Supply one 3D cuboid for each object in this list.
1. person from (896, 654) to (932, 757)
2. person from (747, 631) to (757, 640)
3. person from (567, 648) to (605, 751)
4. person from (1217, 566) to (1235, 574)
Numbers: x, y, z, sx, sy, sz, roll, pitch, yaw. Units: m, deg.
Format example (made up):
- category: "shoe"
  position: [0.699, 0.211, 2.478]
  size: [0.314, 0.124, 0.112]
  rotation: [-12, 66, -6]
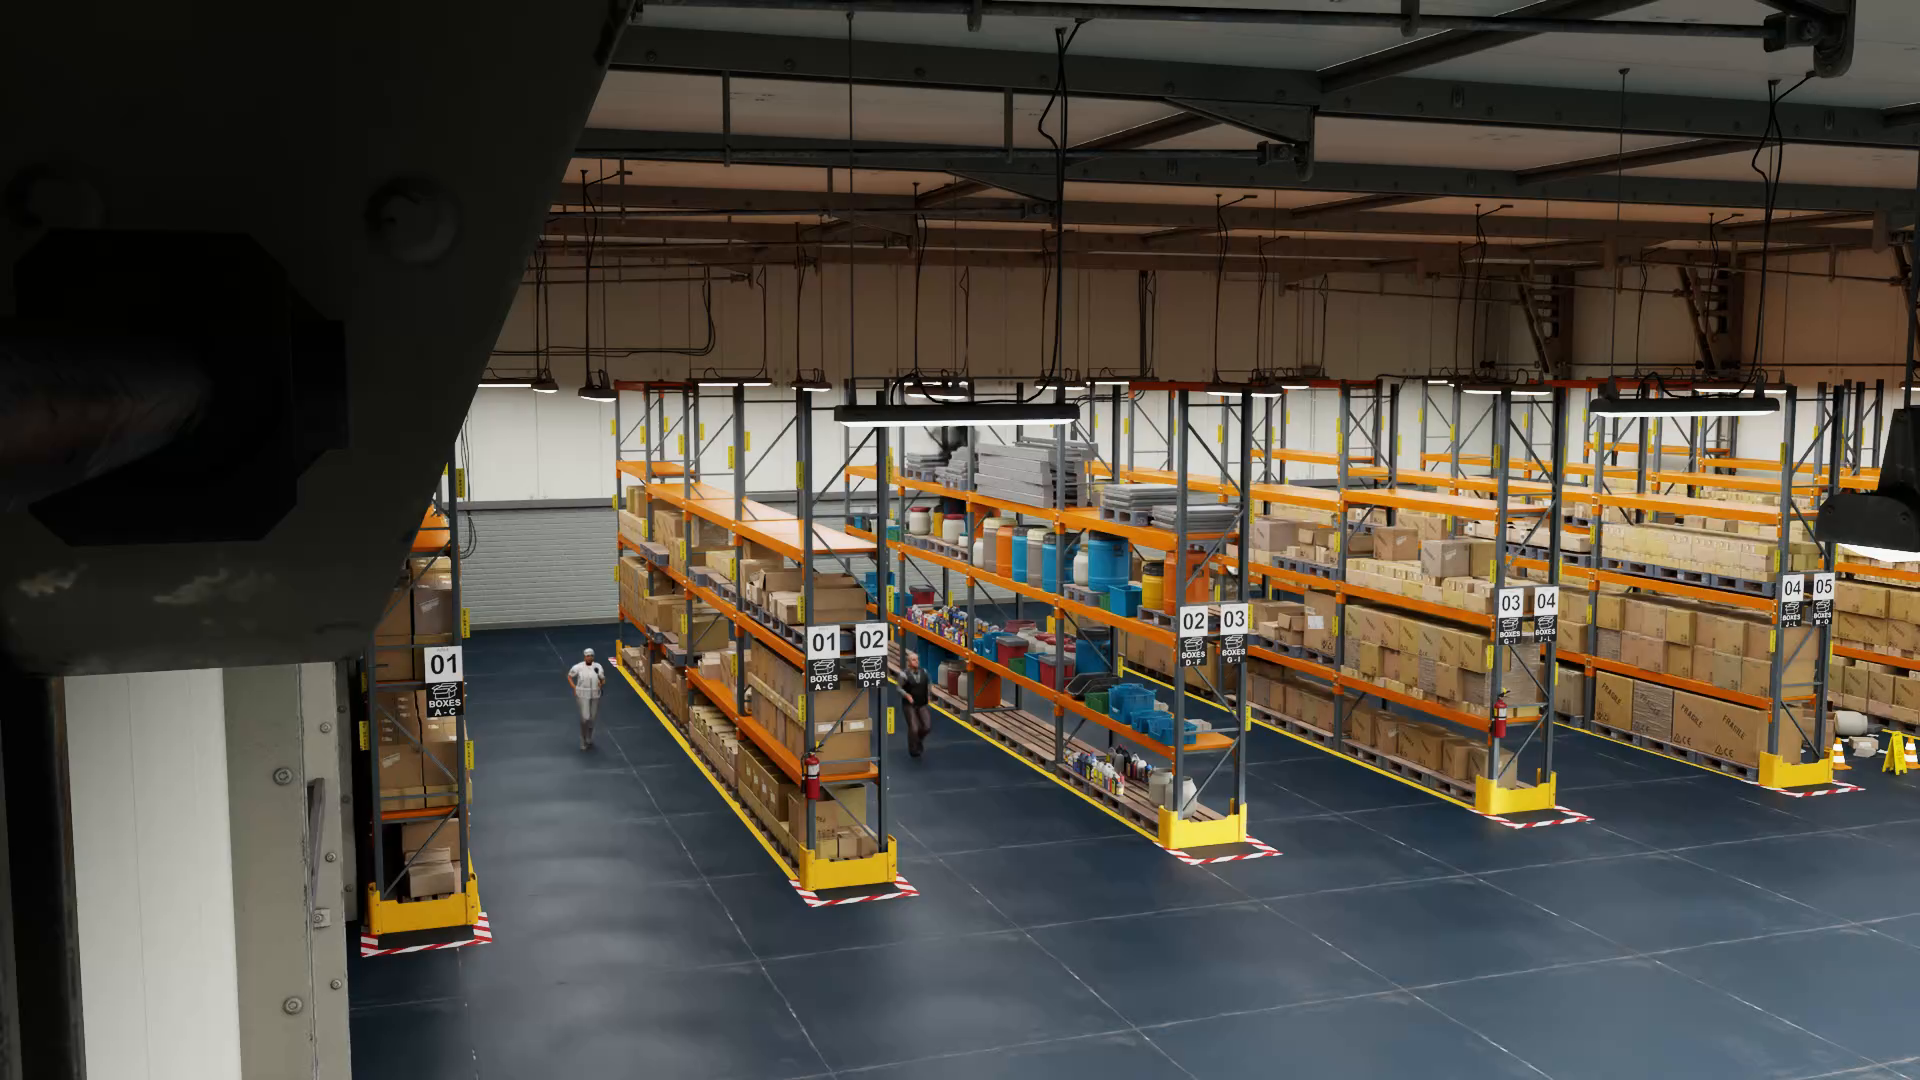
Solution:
- category: "person"
  position: [-0.695, 2.666, 26.714]
  size: [0.635, 1.676, 0.564]
  rotation: [-2, 6, -21]
- category: "person"
  position: [-4.433, 1.843, 34.659]
  size: [0.553, 1.724, 0.870]
  rotation: [-3, 7, -29]
- category: "person"
  position: [-6.123, 2.625, 27.421]
  size: [0.579, 1.695, 0.701]
  rotation: [-4, 7, -30]
- category: "person"
  position: [6.576, 1.149, 41.281]
  size: [0.667, 1.752, 0.813]
  rotation: [-3, 7, -24]
